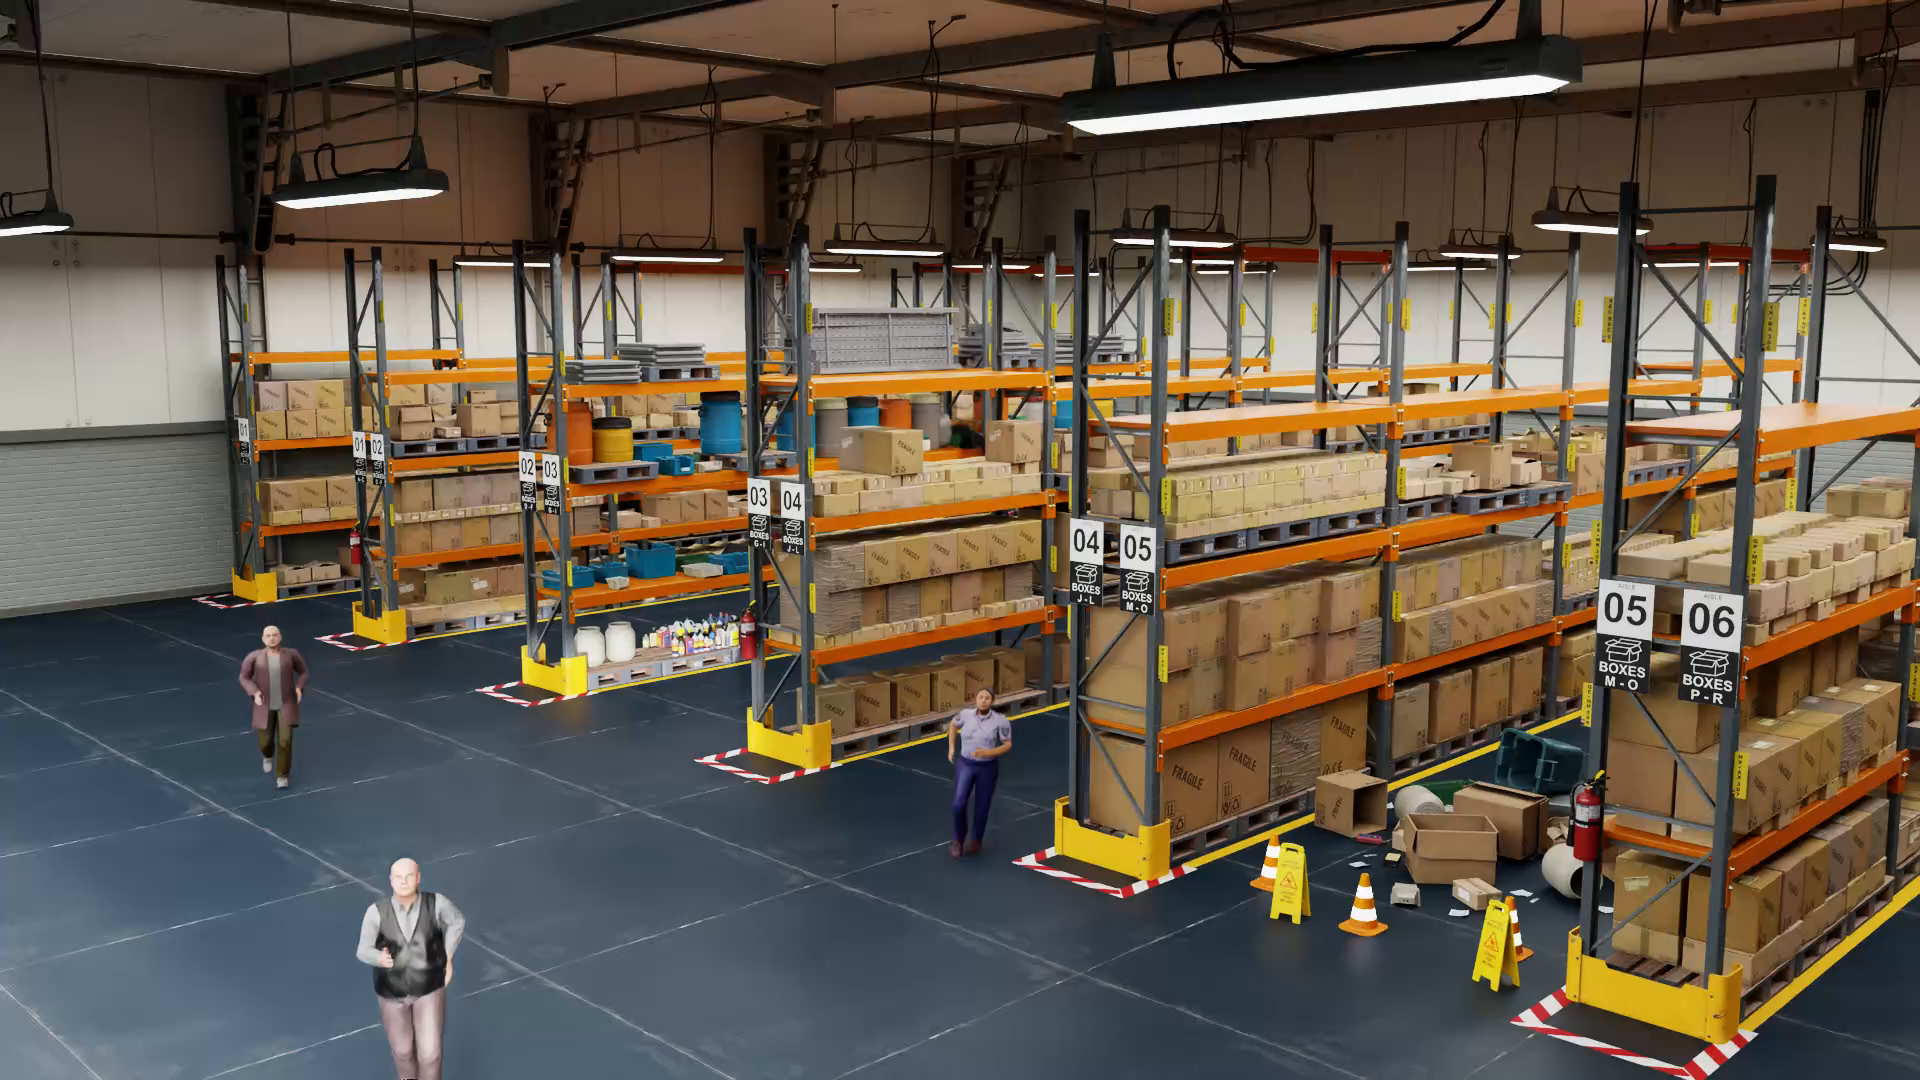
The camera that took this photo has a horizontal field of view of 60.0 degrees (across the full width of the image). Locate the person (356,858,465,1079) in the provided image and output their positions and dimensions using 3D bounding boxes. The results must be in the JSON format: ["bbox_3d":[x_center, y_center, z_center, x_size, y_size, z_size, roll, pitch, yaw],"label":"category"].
[{"bbox_3d":[-3.427,2.865,10.408,0.637,1.763,0.711,-2,8,-13],"label":"person"}]

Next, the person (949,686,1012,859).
[{"bbox_3d":[0.187,2.182,15.587,0.611,1.647,0.598,1,8,5],"label":"person"}]

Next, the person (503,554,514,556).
[{"bbox_3d":[-7.950,0.156,29.259,0.678,1.819,0.800,6,10,37],"label":"person"}]

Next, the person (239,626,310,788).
[{"bbox_3d":[-7.381,1.776,17.953,0.713,1.727,0.707,-4,9,-23],"label":"person"}]

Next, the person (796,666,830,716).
[{"bbox_3d":[-1.891,1.339,21.248,0.568,1.681,0.865,5,10,33],"label":"person"}]
